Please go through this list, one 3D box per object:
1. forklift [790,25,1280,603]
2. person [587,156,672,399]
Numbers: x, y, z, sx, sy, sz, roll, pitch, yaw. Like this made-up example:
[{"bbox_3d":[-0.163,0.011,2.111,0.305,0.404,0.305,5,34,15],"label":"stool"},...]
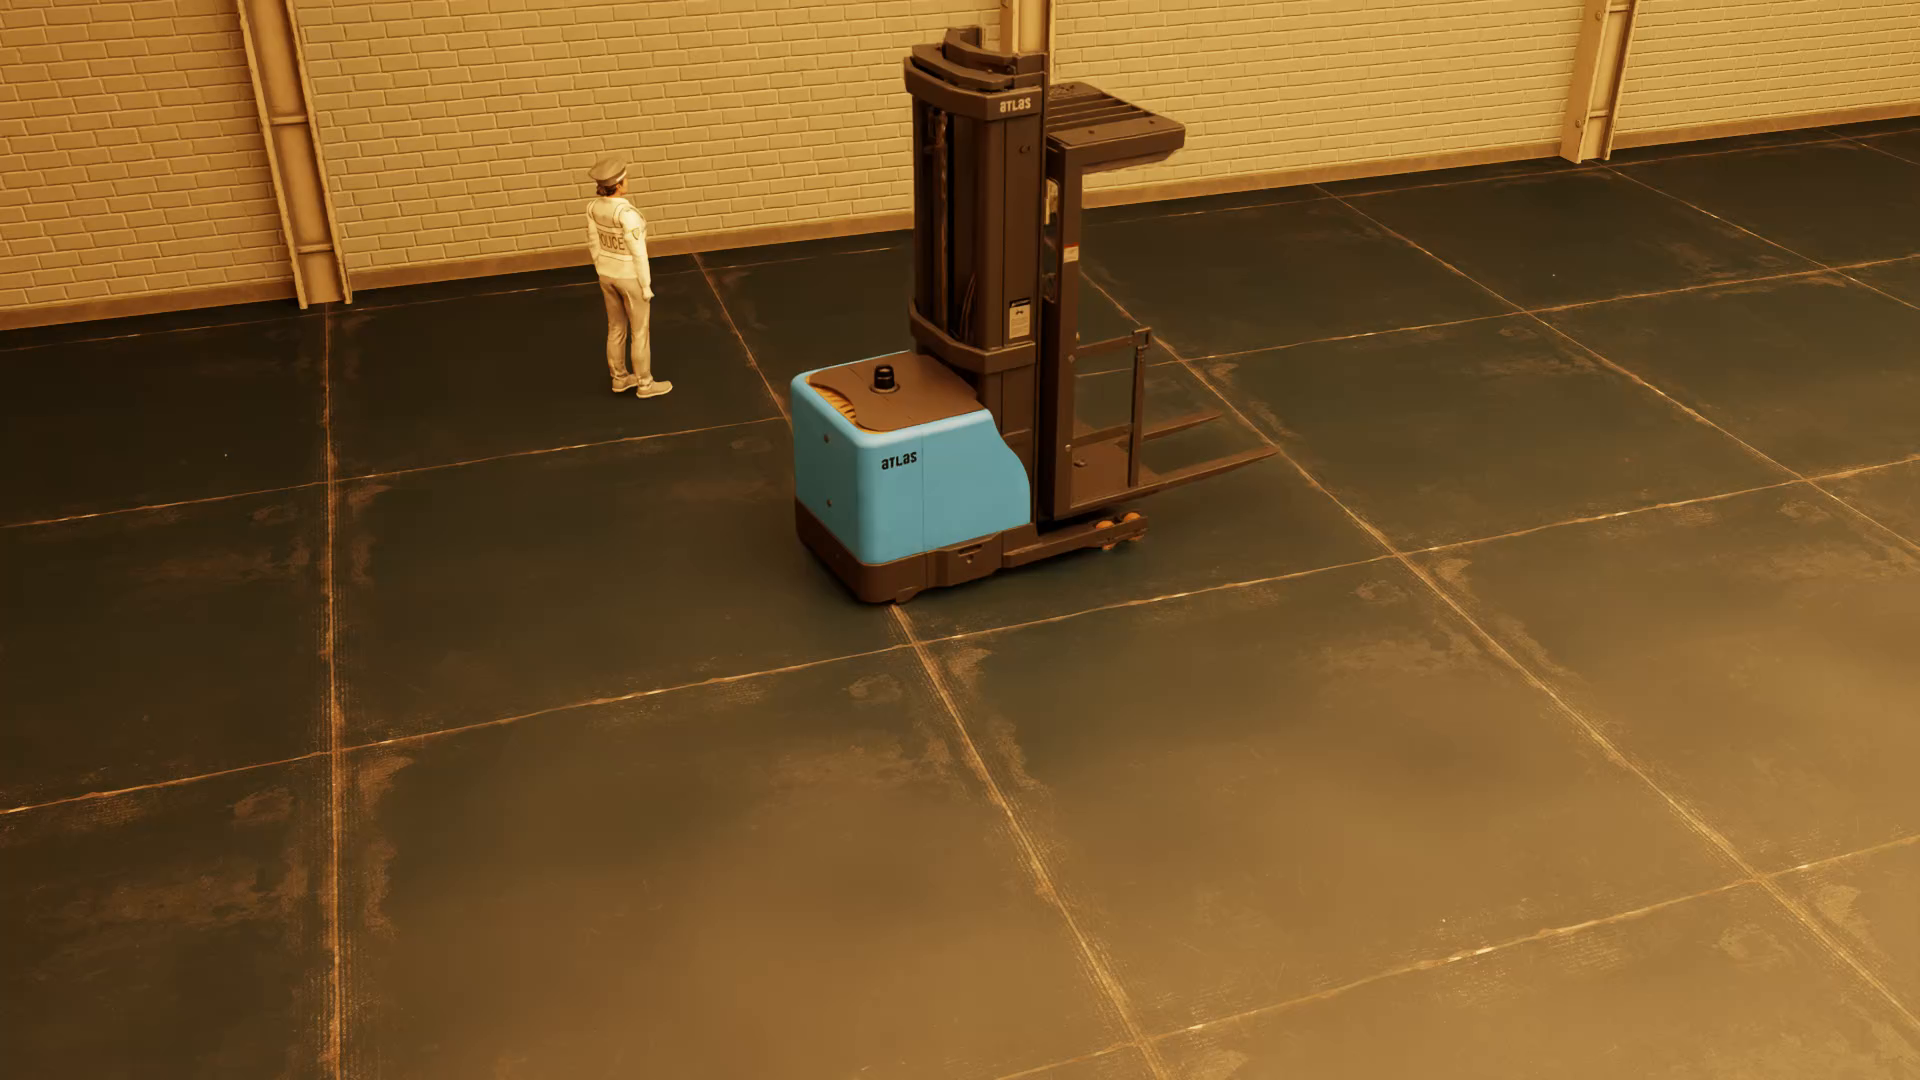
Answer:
[{"bbox_3d":[0.554,-1.432,9.576,3.031,2.935,1.130,-15,33,-25],"label":"forklift"},{"bbox_3d":[-2.310,-1.804,11.471,0.464,1.692,0.337,18,34,28],"label":"person"}]
